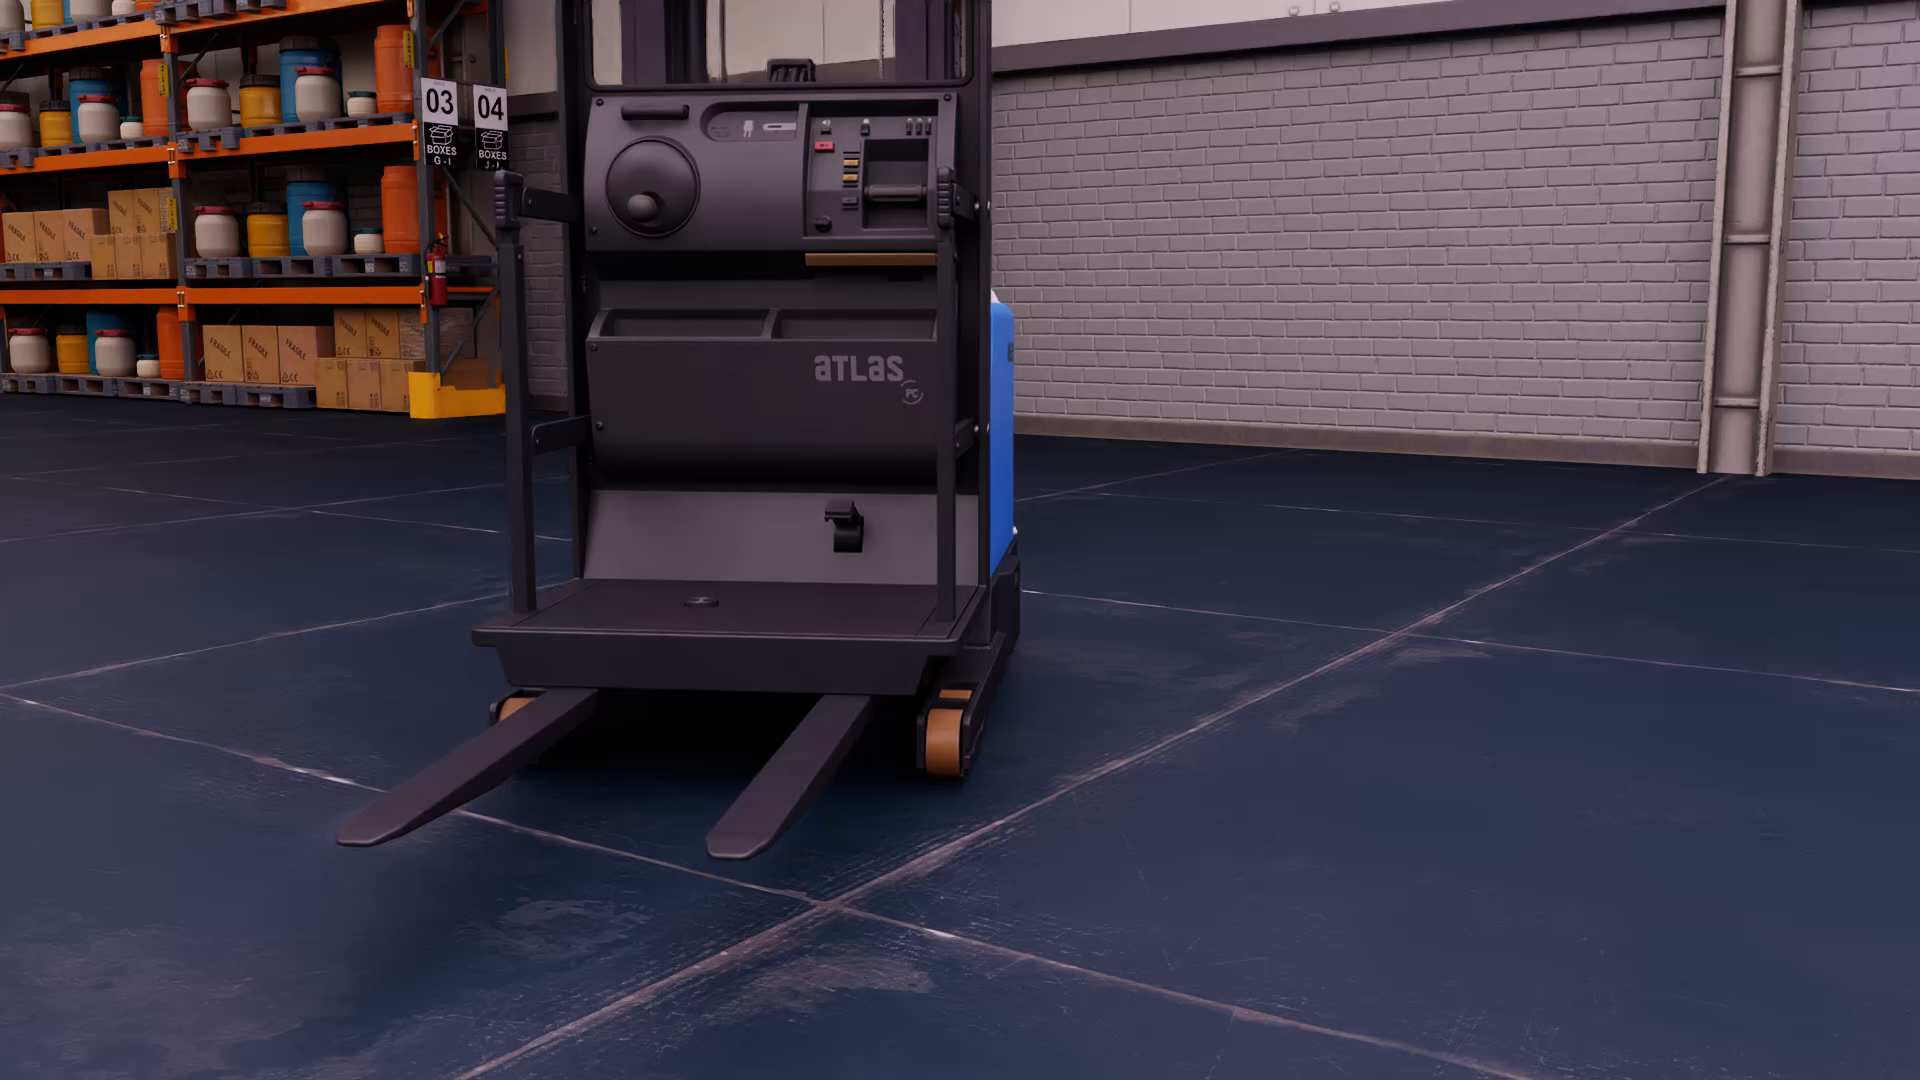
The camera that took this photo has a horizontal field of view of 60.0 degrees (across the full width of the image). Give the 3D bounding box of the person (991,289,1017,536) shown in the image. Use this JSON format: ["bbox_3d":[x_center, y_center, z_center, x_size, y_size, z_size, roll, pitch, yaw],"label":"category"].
[{"bbox_3d":[0.074,-0.880,7.424,0.578,1.778,0.698,5,10,34],"label":"person"}]

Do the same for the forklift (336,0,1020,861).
[{"bbox_3d":[-0.493,-0.957,3.922,1.130,2.935,3.031,1,8,6],"label":"forklift"}]
